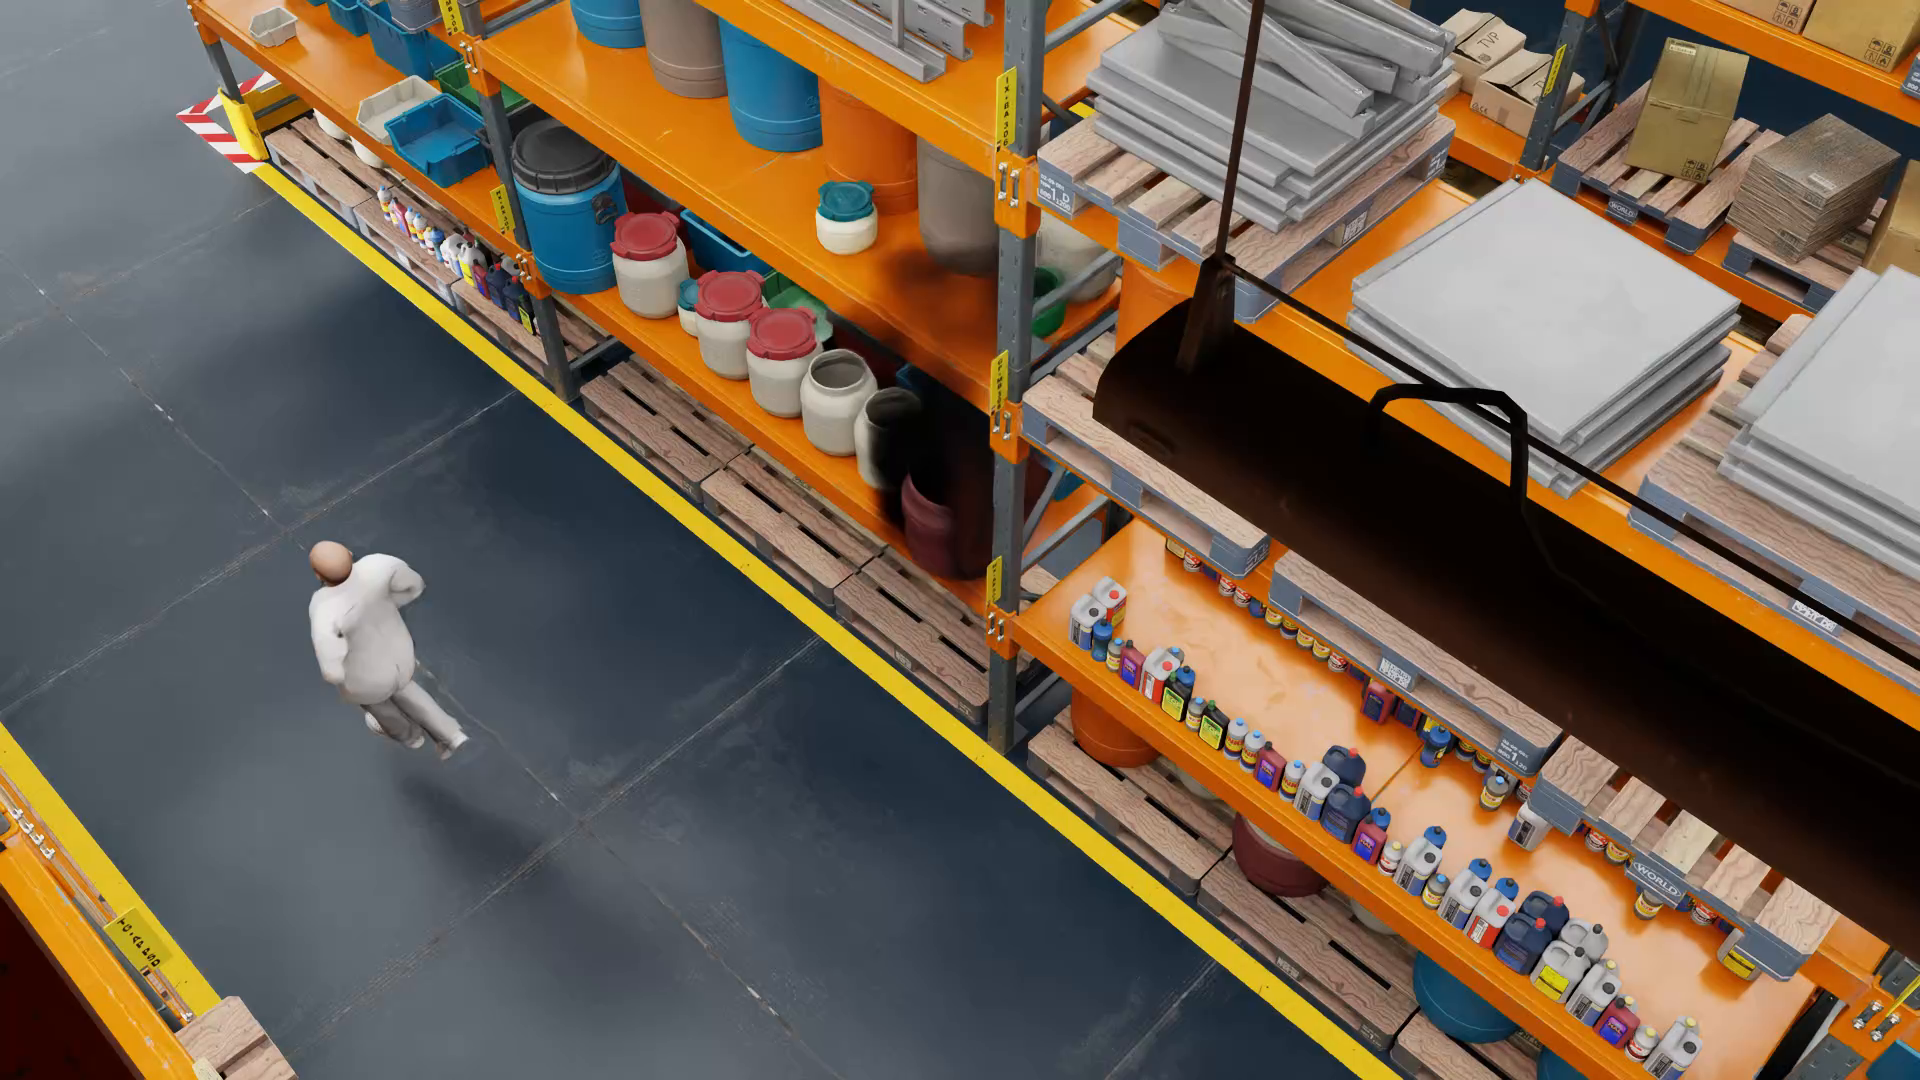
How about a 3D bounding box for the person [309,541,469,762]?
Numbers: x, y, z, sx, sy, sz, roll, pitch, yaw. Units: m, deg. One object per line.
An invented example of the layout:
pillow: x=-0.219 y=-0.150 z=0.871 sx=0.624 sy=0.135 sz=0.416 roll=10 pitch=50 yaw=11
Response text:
person: x=-2.949 y=0.583 z=8.381 sx=0.744 sy=1.756 sz=0.702 roll=24 pitch=54 yaw=19
